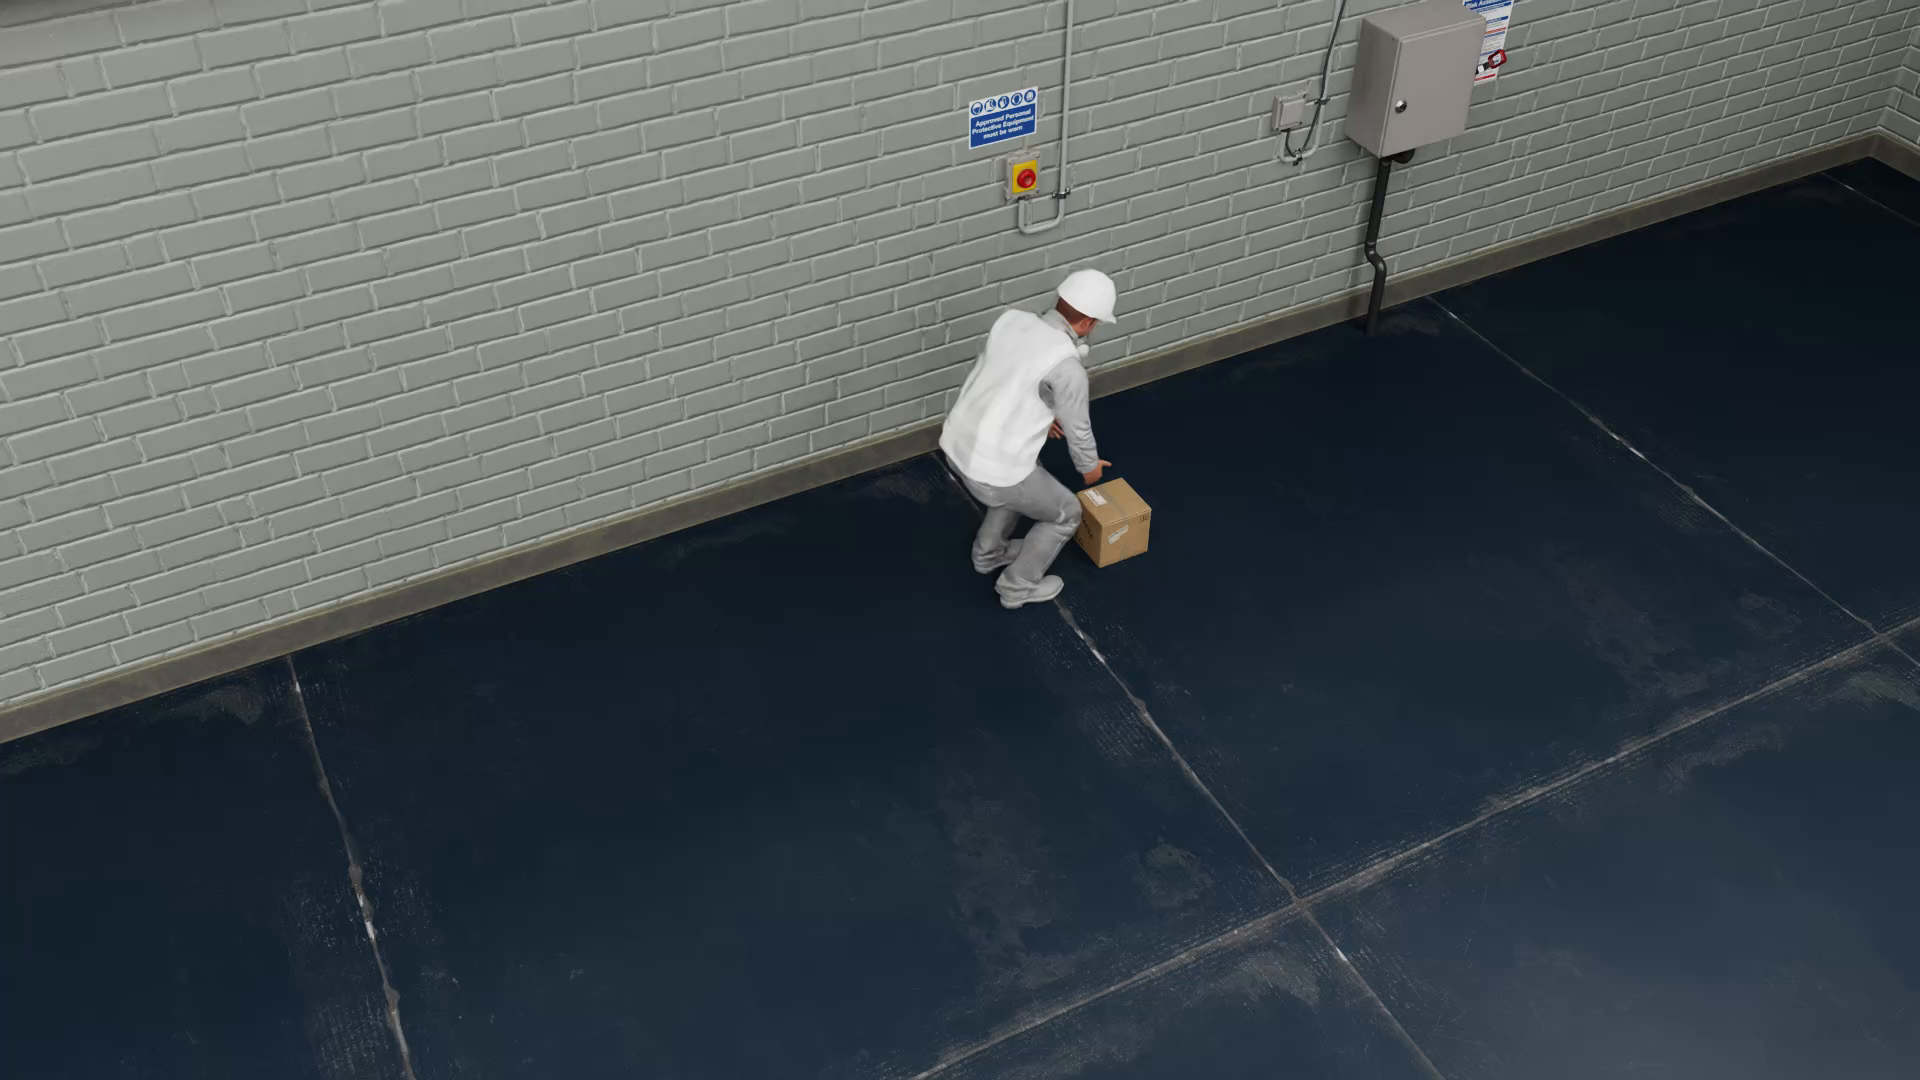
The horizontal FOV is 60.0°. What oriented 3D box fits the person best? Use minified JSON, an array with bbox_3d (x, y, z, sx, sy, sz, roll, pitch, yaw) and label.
[{"bbox_3d":[0.282,-0.420,6.873,0.753,1.449,0.591,-19,44,-20],"label":"person"}]
